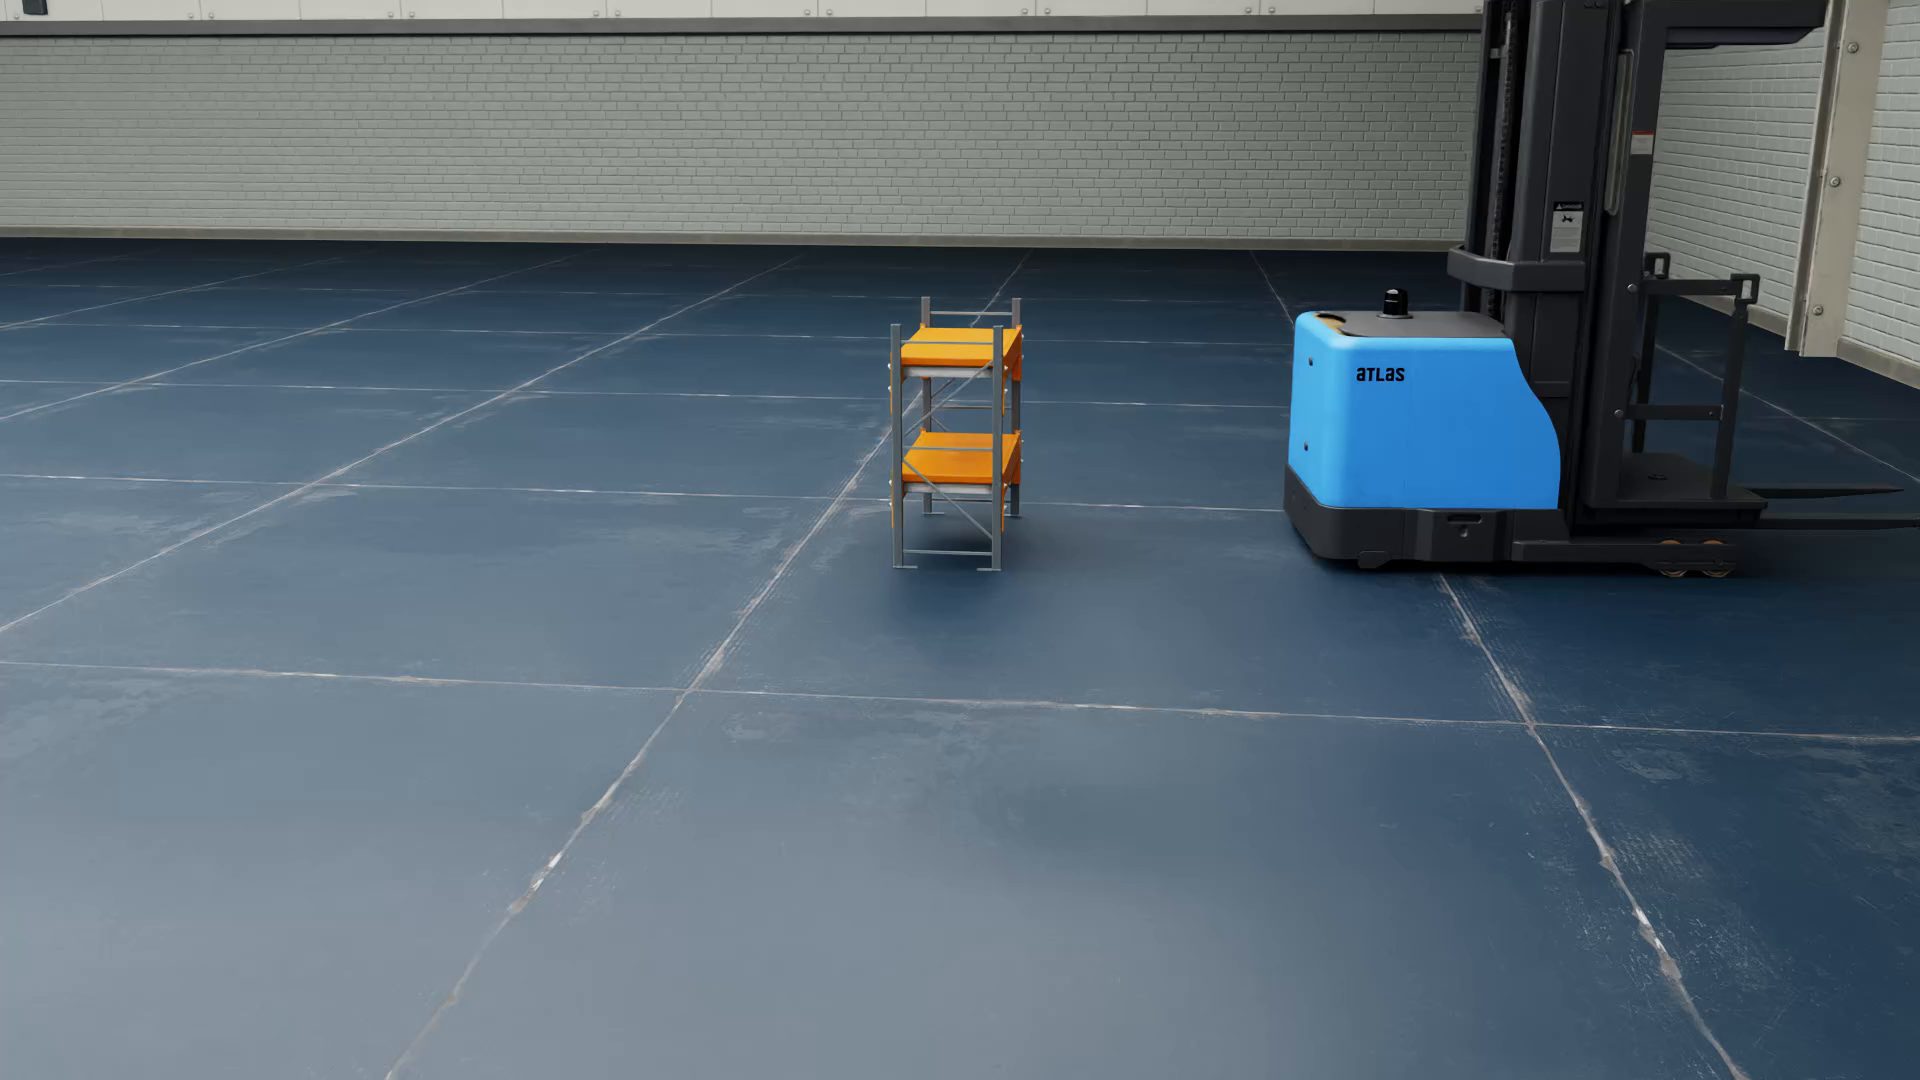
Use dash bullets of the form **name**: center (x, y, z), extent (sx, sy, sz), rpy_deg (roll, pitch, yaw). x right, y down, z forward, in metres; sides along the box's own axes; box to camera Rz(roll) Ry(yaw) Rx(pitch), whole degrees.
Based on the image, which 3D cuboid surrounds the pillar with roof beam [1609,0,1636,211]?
- **pillar with roof beam**: center (3.556, -7.597, 19.018), extent (9.100, 9.000, 0.400), rpy_deg (2, 15, 6)

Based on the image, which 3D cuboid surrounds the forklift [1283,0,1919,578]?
- **forklift**: center (3.154, -1.386, 7.671), extent (3.031, 2.935, 1.130), rpy_deg (0, 15, 1)

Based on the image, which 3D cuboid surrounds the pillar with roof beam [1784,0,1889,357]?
- **pillar with roof beam**: center (2.878, -6.041, 13.263), extent (9.100, 9.000, 0.400), rpy_deg (2, 15, 6)

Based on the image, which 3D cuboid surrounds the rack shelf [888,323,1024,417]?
- **rack shelf**: center (-0.001, -0.824, 7.932), extent (0.538, 0.278, 1.000), rpy_deg (2, 15, 6)

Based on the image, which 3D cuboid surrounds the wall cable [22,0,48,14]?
- **wall cable**: center (-12.388, -10.481, 23.169), extent (2.305, 6.003, 0.169), rpy_deg (2, 15, 6)

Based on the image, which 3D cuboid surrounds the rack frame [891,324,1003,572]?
- **rack frame**: center (-0.058, -0.409, 7.521), extent (0.500, 1.125, 0.032), rpy_deg (2, 15, 6)

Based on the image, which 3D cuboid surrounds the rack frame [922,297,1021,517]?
- **rack frame**: center (0.057, -0.673, 8.496), extent (0.500, 1.125, 0.032), rpy_deg (2, 15, 6)

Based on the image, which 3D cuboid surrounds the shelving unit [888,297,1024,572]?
- **shelving unit**: center (-0.001, -0.541, 8.009), extent (0.538, 1.125, 1.048), rpy_deg (2, 15, 6)

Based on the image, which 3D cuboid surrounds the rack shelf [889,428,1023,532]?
- **rack shelf**: center (-0.001, -0.305, 8.073), extent (0.538, 0.278, 1.000), rpy_deg (2, 15, 6)
